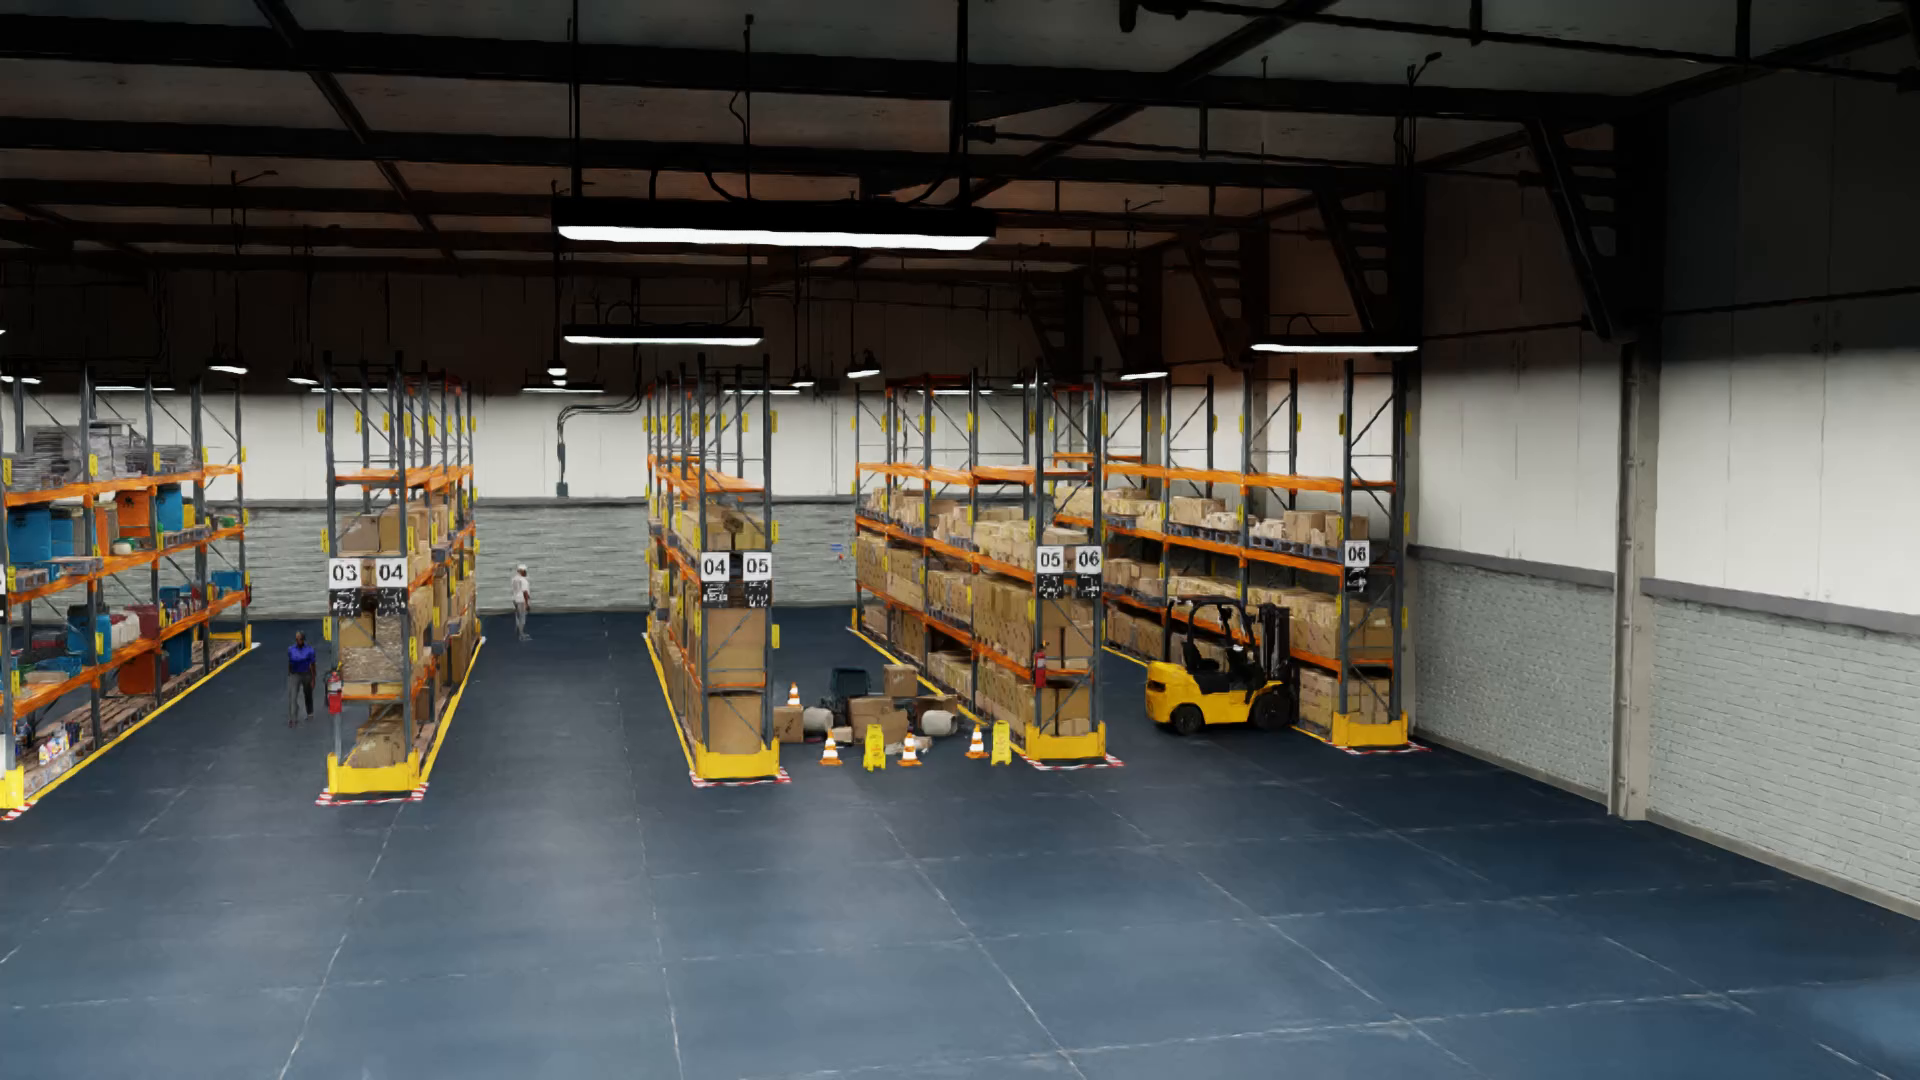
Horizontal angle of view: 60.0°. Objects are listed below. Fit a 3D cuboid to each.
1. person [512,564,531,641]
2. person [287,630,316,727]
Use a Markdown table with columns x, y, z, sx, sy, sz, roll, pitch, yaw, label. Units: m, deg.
| x | y | z | sx | sy | sz | roll | pitch | yaw | label |
| --- | --- | --- | --- | --- | --- | --- | --- | --- | --- |
| -10.090 | 1.431 | 38.426 | 0.462 | 1.764 | 0.653 | -3 | 5 | -41 | person |
| -10.929 | 2.276 | 27.635 | 0.445 | 1.574 | 1.091 | -1 | 4 | -16 | person |
